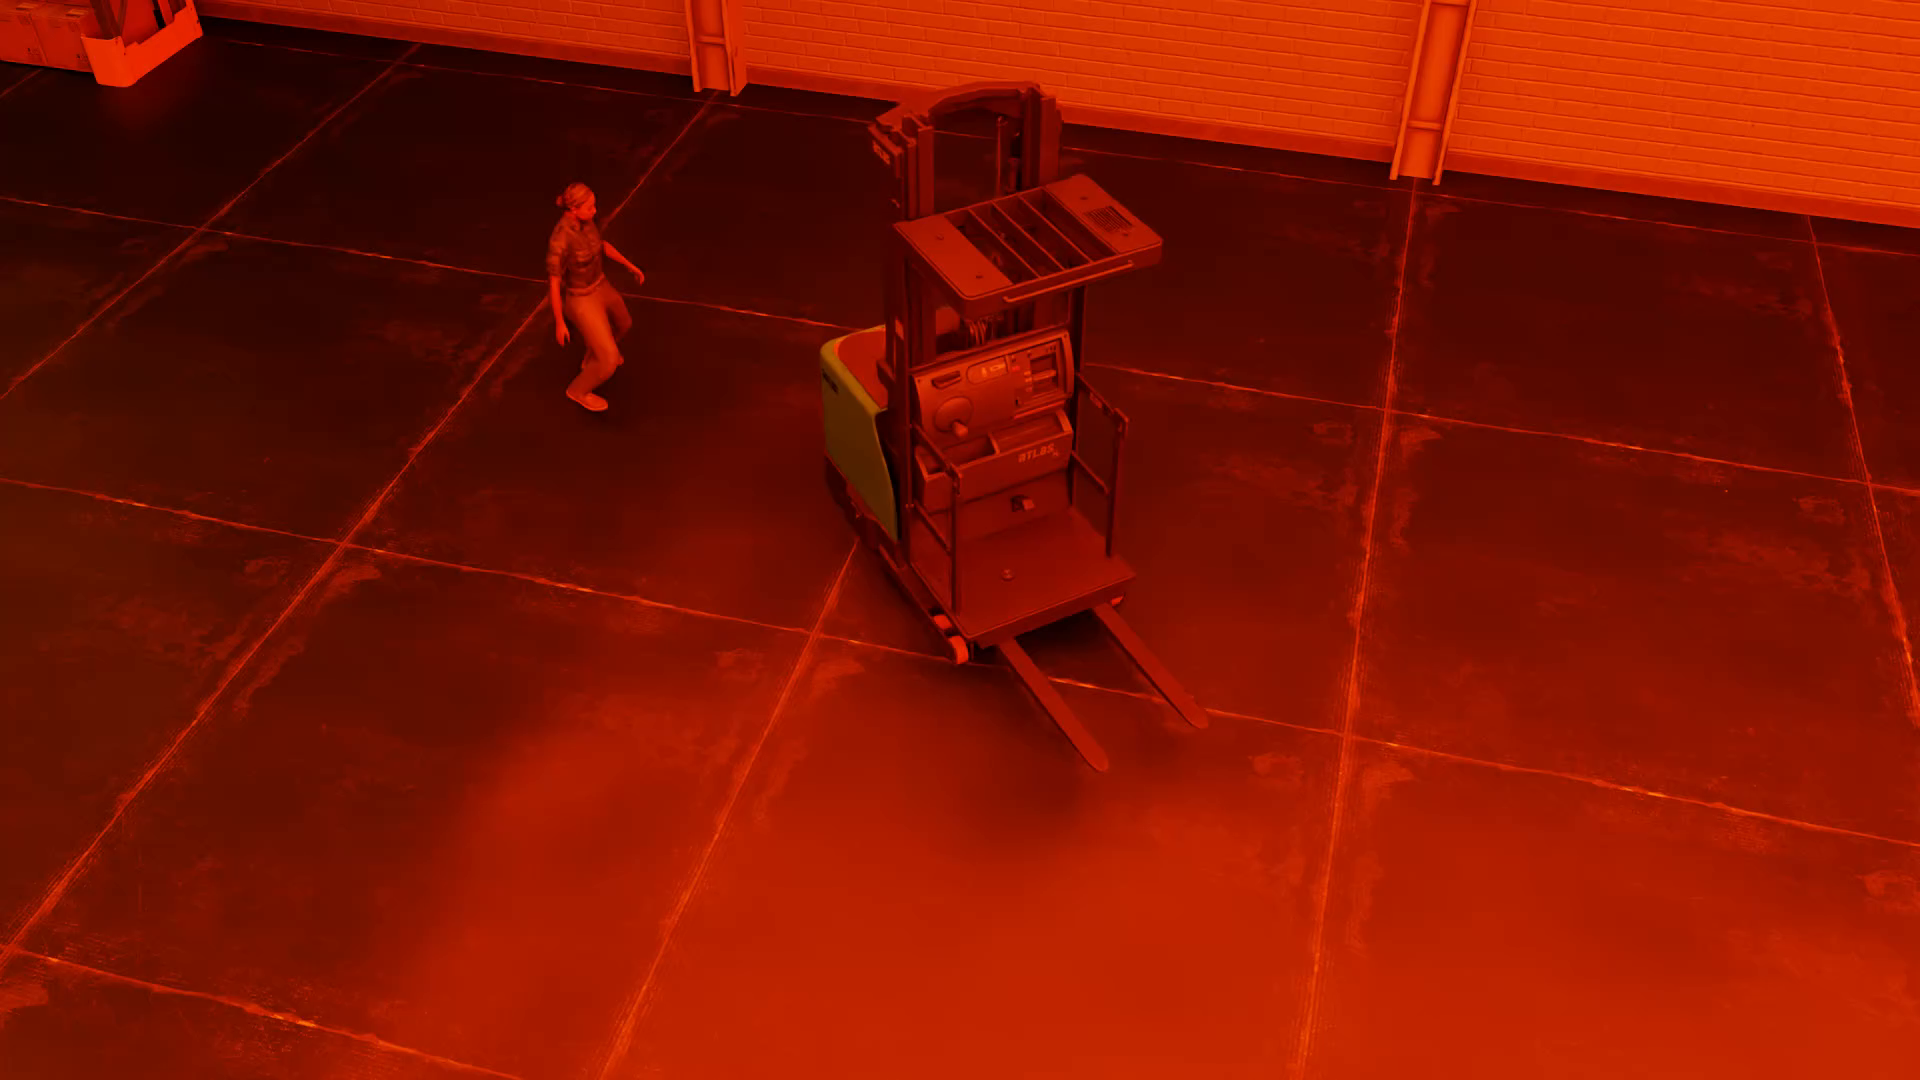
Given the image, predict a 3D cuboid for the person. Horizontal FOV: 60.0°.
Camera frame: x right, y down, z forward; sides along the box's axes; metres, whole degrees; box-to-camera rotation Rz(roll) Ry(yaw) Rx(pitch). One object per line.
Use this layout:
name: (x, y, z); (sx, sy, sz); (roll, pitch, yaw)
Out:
person: (-2.375, -1.577, 10.728); (0.581, 1.556, 0.850); (12, 43, 14)

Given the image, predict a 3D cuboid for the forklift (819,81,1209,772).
forklift: (0.291, -0.748, 8.715); (1.130, 2.935, 3.031); (-19, 45, -21)
